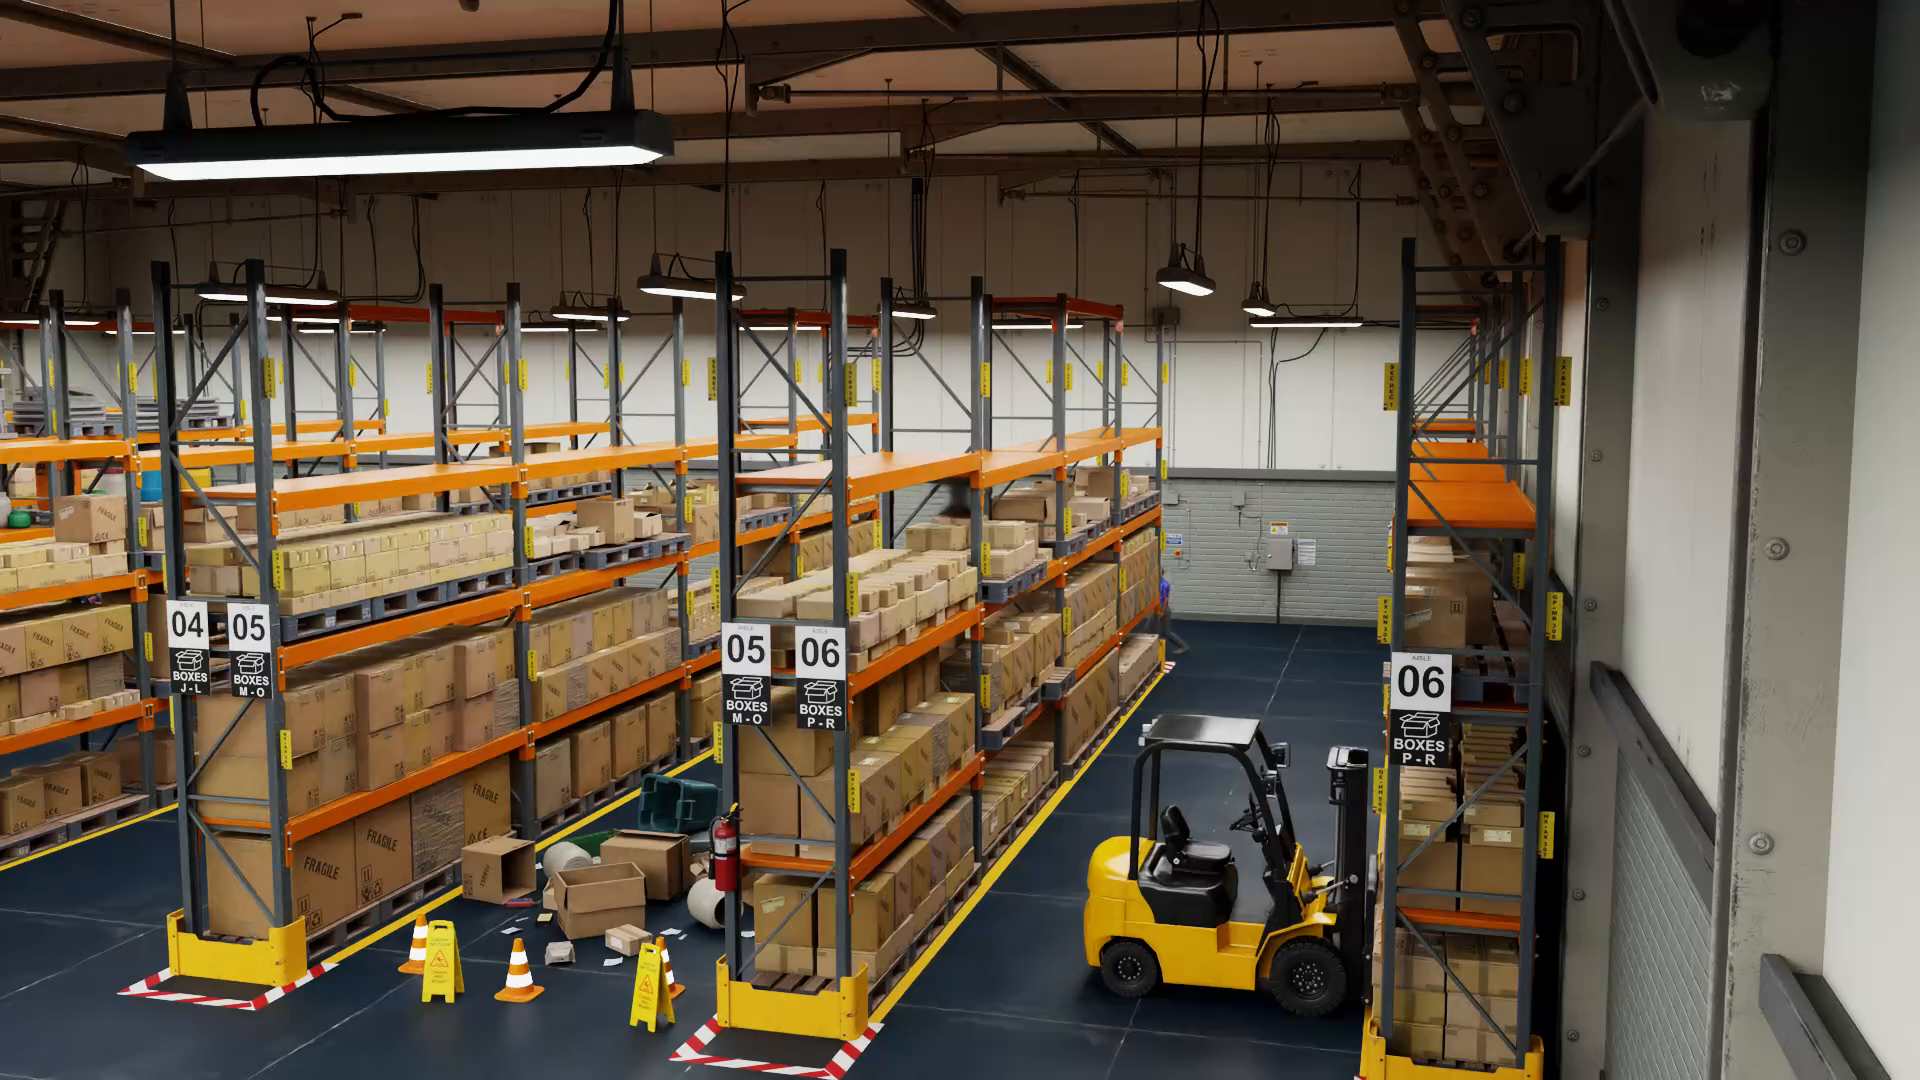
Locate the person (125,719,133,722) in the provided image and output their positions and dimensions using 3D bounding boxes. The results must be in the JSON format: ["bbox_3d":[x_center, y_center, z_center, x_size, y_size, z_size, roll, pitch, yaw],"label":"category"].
[{"bbox_3d":[-12.090,1.789,24.041,0.500,1.754,0.564,-3,7,-28],"label":"person"}]

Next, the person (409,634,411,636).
[{"bbox_3d":[-7.350,1.979,22.588,0.666,1.652,0.972,2,6,15],"label":"person"}]

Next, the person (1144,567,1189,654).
[{"bbox_3d":[3.545,1.241,29.413,0.865,1.567,0.511,-1,6,-11],"label":"person"}]
